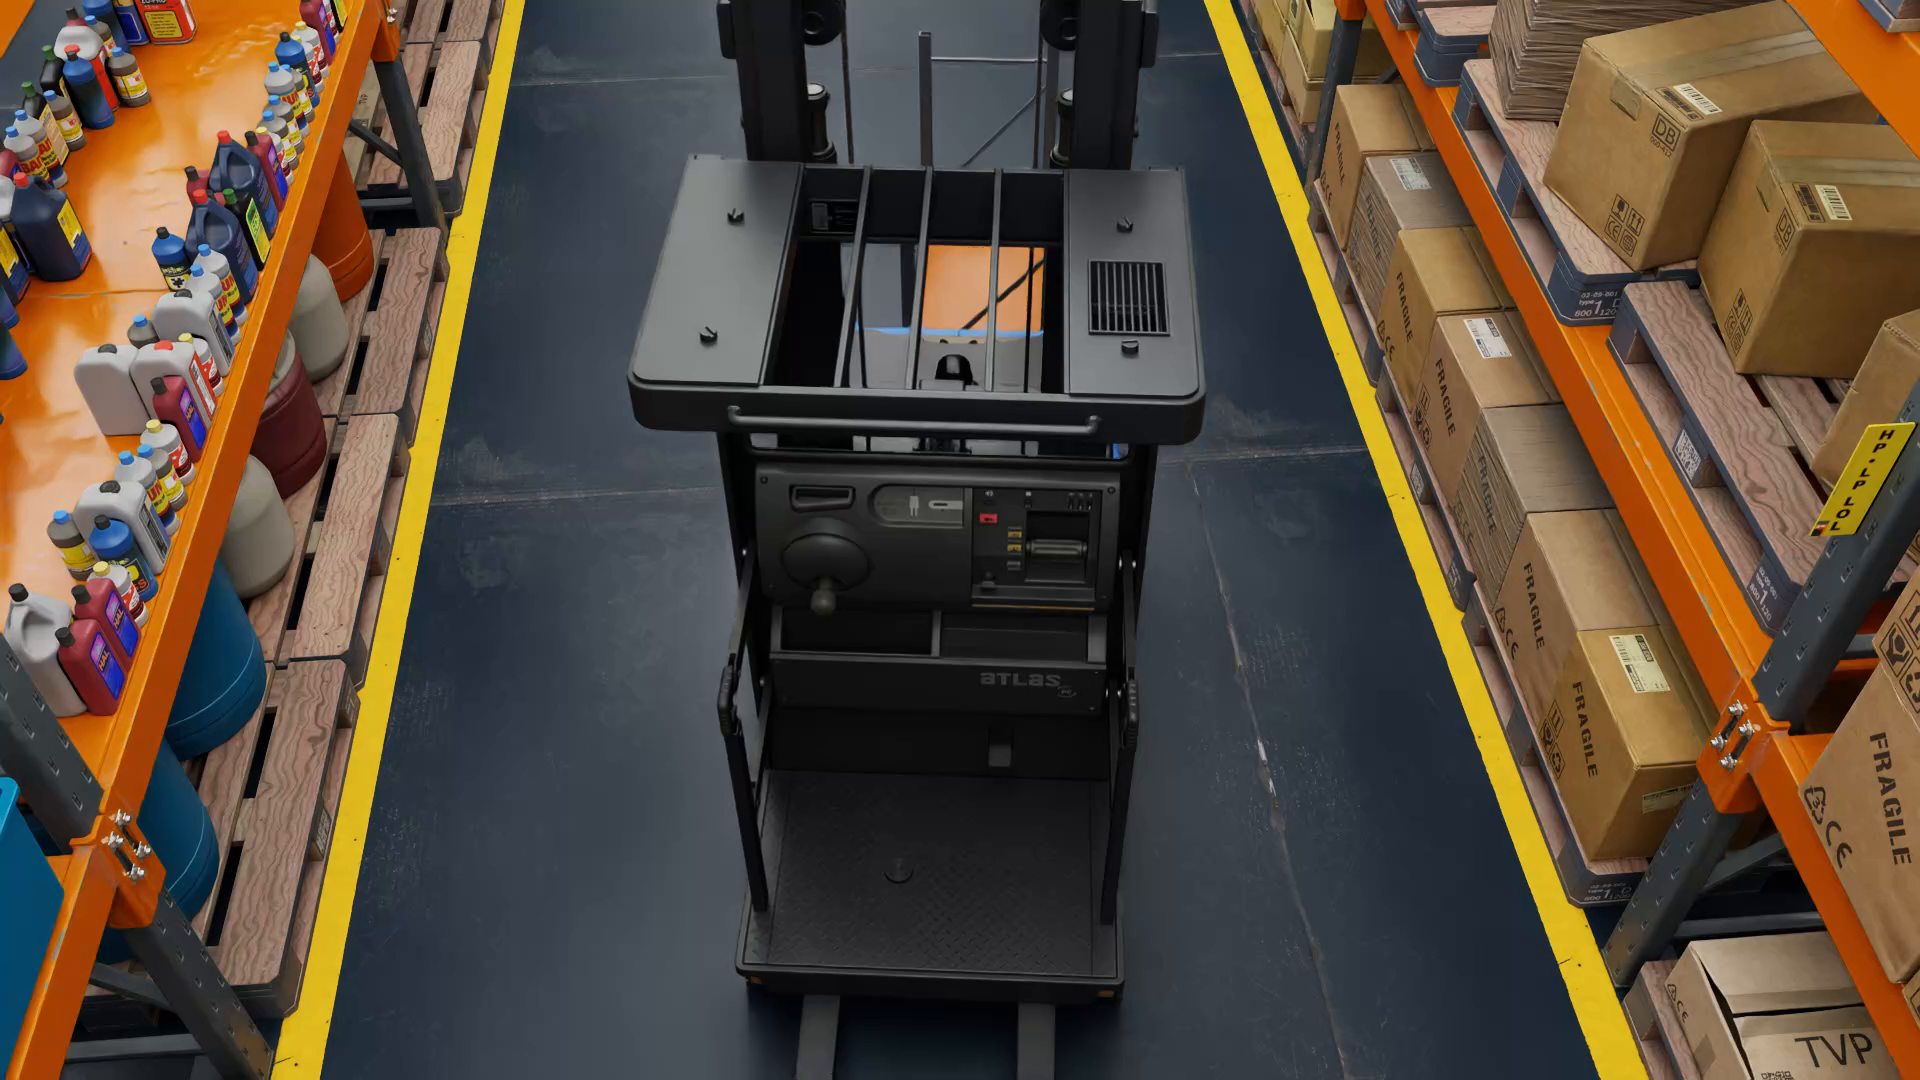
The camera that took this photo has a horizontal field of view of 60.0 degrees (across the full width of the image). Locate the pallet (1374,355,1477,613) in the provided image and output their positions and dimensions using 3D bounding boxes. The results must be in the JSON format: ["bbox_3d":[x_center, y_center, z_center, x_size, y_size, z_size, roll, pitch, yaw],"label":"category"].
[{"bbox_3d":[2.240,-0.274,6.364,1.003,0.211,1.213,-3,47,-3],"label":"pallet"}]

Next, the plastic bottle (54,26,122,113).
[{"bbox_3d":[-3.067,-1.647,5.829,0.152,0.276,0.135,-3,47,-3],"label":"plastic bottle"}]

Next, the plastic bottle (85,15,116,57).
[{"bbox_3d":[-3.116,-1.800,6.026,0.097,0.201,0.097,0,47,0],"label":"plastic bottle"}]

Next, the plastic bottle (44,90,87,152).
[{"bbox_3d":[-3.074,-1.439,5.684,0.097,0.201,0.097,0,47,0],"label":"plastic bottle"}]

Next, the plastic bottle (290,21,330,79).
[{"bbox_3d":[-2.350,-1.771,5.998,0.097,0.201,0.097,0,47,0],"label":"plastic bottle"}]

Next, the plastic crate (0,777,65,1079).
[{"bbox_3d":[-2.106,0.839,3.359,0.392,0.384,0.575,-3,47,-3],"label":"plastic crate"}]

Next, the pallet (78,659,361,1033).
[{"bbox_3d":[-2.508,0.935,5.219,1.003,0.211,1.213,-3,47,-3],"label":"pallet"}]

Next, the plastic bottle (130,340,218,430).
[{"bbox_3d":[-2.222,-0.449,4.694,0.152,0.276,0.135,-3,47,-3],"label":"plastic bottle"}]

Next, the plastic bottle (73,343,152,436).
[{"bbox_3d":[-2.374,-0.439,4.686,0.152,0.276,0.135,-3,47,-3],"label":"plastic bottle"}]

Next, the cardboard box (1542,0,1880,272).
[{"bbox_3d":[2.242,-1.215,4.977,0.700,0.500,0.500,-14,48,-13],"label":"cardboard box"}]

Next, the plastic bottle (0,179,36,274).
[{"bbox_3d":[-2.990,-0.979,5.196,0.152,0.276,0.135,-3,47,-3],"label":"plastic bottle"}]

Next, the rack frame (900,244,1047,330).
[{"bbox_3d":[0.061,-0.532,5.720,0.500,1.500,0.032,2,47,2],"label":"rack frame"}]

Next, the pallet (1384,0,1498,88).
[{"bbox_3d":[2.243,-2.104,6.308,1.213,0.211,1.003,-3,47,-3],"label":"pallet"}]

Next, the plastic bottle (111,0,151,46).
[{"bbox_3d":[-3.106,-1.982,6.147,0.152,0.276,0.135,-3,47,-3],"label":"plastic bottle"}]

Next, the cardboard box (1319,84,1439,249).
[{"bbox_3d":[1.869,-1.601,7.119,0.500,0.500,0.500,-2,47,-2],"label":"cardboard box"}]

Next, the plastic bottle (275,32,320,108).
[{"bbox_3d":[-2.334,-1.654,5.839,0.097,0.271,0.097,0,47,0],"label":"plastic bottle"}]

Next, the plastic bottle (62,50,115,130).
[{"bbox_3d":[-3.024,-1.564,5.754,0.097,0.271,0.097,0,47,0],"label":"plastic bottle"}]

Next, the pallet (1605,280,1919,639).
[{"bbox_3d":[2.493,-0.280,4.582,1.003,0.211,1.213,-3,47,-3],"label":"pallet"}]

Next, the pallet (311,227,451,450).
[{"bbox_3d":[-2.713,-0.831,6.891,1.003,0.211,1.213,-3,47,-3],"label":"pallet"}]

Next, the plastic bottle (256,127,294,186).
[{"bbox_3d":[-2.293,-1.278,5.531,0.097,0.201,0.097,0,47,0],"label":"plastic bottle"}]

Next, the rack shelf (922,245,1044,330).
[{"bbox_3d":[0.082,-0.777,6.200,0.538,0.185,1.000,2,47,2],"label":"rack shelf"}]

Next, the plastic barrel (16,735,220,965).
[{"bbox_3d":[-2.514,0.719,4.659,0.600,0.901,0.708,-3,47,-3],"label":"plastic barrel"}]

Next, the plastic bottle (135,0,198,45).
[{"bbox_3d":[-2.955,-1.991,6.155,0.152,0.276,0.135,-3,47,-3],"label":"plastic bottle"}]

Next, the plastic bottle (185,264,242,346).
[{"bbox_3d":[-2.224,-0.700,4.936,0.097,0.271,0.097,0,47,0],"label":"plastic bottle"}]

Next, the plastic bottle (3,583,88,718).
[{"bbox_3d":[-2.195,0.250,3.981,0.144,0.351,0.185,-3,47,-3],"label":"plastic bottle"}]

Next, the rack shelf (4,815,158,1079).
[{"bbox_3d":[-2.318,2.231,2.566,1.077,0.370,4.000,-3,47,-3],"label":"rack shelf"}]

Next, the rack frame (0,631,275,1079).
[{"bbox_3d":[-2.485,0.537,3.676,1.000,3.000,0.127,-3,47,-3],"label":"rack frame"}]

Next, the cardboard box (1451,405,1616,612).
[{"bbox_3d":[2.049,-0.114,5.711,0.500,0.500,0.500,-3,47,-3],"label":"cardboard box"}]

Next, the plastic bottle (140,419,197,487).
[{"bbox_3d":[-2.174,-0.244,4.552,0.097,0.201,0.097,0,47,0],"label":"plastic bottle"}]

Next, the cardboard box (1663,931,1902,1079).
[{"bbox_3d":[2.271,1.329,4.475,0.500,0.311,0.500,-3,47,-3],"label":"cardboard box"}]

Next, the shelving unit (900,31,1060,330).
[{"bbox_3d":[0.082,-0.894,6.063,0.587,1.500,1.083,2,47,2],"label":"shelving unit"}]

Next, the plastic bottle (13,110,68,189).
[{"bbox_3d":[-3.054,-1.297,5.501,0.097,0.271,0.097,0,47,0],"label":"plastic bottle"}]

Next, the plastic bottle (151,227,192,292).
[{"bbox_3d":[-2.384,-0.832,5.061,0.097,0.271,0.097,0,47,0],"label":"plastic bottle"}]

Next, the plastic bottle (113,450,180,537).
[{"bbox_3d":[-2.158,-0.127,4.393,0.097,0.271,0.097,0,47,0],"label":"plastic bottle"}]

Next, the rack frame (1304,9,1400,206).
[{"bbox_3d":[2.116,-2.656,6.699,1.000,3.000,0.127,-3,47,-3],"label":"rack frame"}]

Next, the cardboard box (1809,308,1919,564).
[{"bbox_3d":[2.634,-0.297,4.107,0.700,0.500,0.500,-18,49,-16],"label":"cardboard box"}]

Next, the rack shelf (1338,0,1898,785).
[{"bbox_3d":[2.283,-0.961,5.590,1.077,0.370,4.000,-3,47,-3],"label":"rack shelf"}]

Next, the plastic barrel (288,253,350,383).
[{"bbox_3d":[-2.626,-0.890,6.451,0.421,0.512,0.421,0,47,0],"label":"plastic barrel"}]

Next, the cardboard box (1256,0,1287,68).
[{"bbox_3d":[1.782,-2.593,8.244,0.500,0.250,0.500,-4,47,-4],"label":"cardboard box"}]

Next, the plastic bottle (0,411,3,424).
[{"bbox_3d":[-2.802,-0.432,4.682,0.097,0.271,0.097,0,47,0],"label":"plastic bottle"}]

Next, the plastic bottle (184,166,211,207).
[{"bbox_3d":[-2.394,-1.081,5.288,0.061,0.283,0.133,-3,47,-3],"label":"plastic bottle"}]

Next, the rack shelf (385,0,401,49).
[{"bbox_3d":[-2.988,-3.557,8.048,1.077,0.370,4.000,-3,47,-3],"label":"rack shelf"}]

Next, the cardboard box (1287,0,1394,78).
[{"bbox_3d":[1.827,-2.411,7.686,0.500,0.311,0.500,-2,47,-2],"label":"cardboard box"}]

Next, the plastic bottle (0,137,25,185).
[{"bbox_3d":[-3.055,-1.146,5.349,0.061,0.283,0.133,-3,47,-3],"label":"plastic bottle"}]

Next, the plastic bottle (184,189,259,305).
[{"bbox_3d":[-2.267,-0.899,5.069,0.144,0.351,0.185,-3,47,-3],"label":"plastic bottle"}]

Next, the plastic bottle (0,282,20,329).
[{"bbox_3d":[-2.931,-0.761,4.994,0.097,0.271,0.097,0,47,0],"label":"plastic bottle"}]

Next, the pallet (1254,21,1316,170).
[{"bbox_3d":[2.086,-2.295,8.278,1.003,0.211,1.213,-3,47,-3],"label":"pallet"}]

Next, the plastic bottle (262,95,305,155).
[{"bbox_3d":[-2.310,-1.419,5.664,0.097,0.201,0.097,0,47,0],"label":"plastic bottle"}]

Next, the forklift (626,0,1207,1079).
[{"bbox_3d":[-0.066,0.104,4.132,1.130,2.935,3.031,2,47,2],"label":"forklift"}]

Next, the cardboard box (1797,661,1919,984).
[{"bbox_3d":[2.222,0.589,3.557,0.500,0.500,0.500,-2,47,-2],"label":"cardboard box"}]

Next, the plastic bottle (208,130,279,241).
[{"bbox_3d":[-2.294,-1.129,5.287,0.144,0.351,0.185,-3,47,-3],"label":"plastic bottle"}]

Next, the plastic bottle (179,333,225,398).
[{"bbox_3d":[-2.204,-0.508,4.802,0.097,0.201,0.097,0,47,0],"label":"plastic bottle"}]

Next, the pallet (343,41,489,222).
[{"bbox_3d":[-2.846,-1.961,7.962,1.003,0.211,1.213,-3,47,-3],"label":"pallet"}]

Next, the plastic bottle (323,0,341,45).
[{"bbox_3d":[-2.370,-1.938,6.156,0.097,0.201,0.097,0,47,0],"label":"plastic bottle"}]

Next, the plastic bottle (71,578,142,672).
[{"bbox_3d":[-2.102,0.189,4.085,0.061,0.283,0.133,-3,47,-3],"label":"plastic bottle"}]

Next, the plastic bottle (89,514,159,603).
[{"bbox_3d":[-2.138,0.040,4.234,0.097,0.271,0.097,0,47,0],"label":"plastic bottle"}]

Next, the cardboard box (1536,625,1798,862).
[{"bbox_3d":[2.124,0.607,5.028,0.500,0.500,0.500,-4,47,-4],"label":"cardboard box"}]

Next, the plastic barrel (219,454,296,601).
[{"bbox_3d":[-2.531,-0.073,5.678,0.421,0.512,0.421,0,47,0],"label":"plastic barrel"}]

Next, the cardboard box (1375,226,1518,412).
[{"bbox_3d":[1.956,-0.859,6.416,0.500,0.500,0.500,-4,47,-4],"label":"cardboard box"}]
